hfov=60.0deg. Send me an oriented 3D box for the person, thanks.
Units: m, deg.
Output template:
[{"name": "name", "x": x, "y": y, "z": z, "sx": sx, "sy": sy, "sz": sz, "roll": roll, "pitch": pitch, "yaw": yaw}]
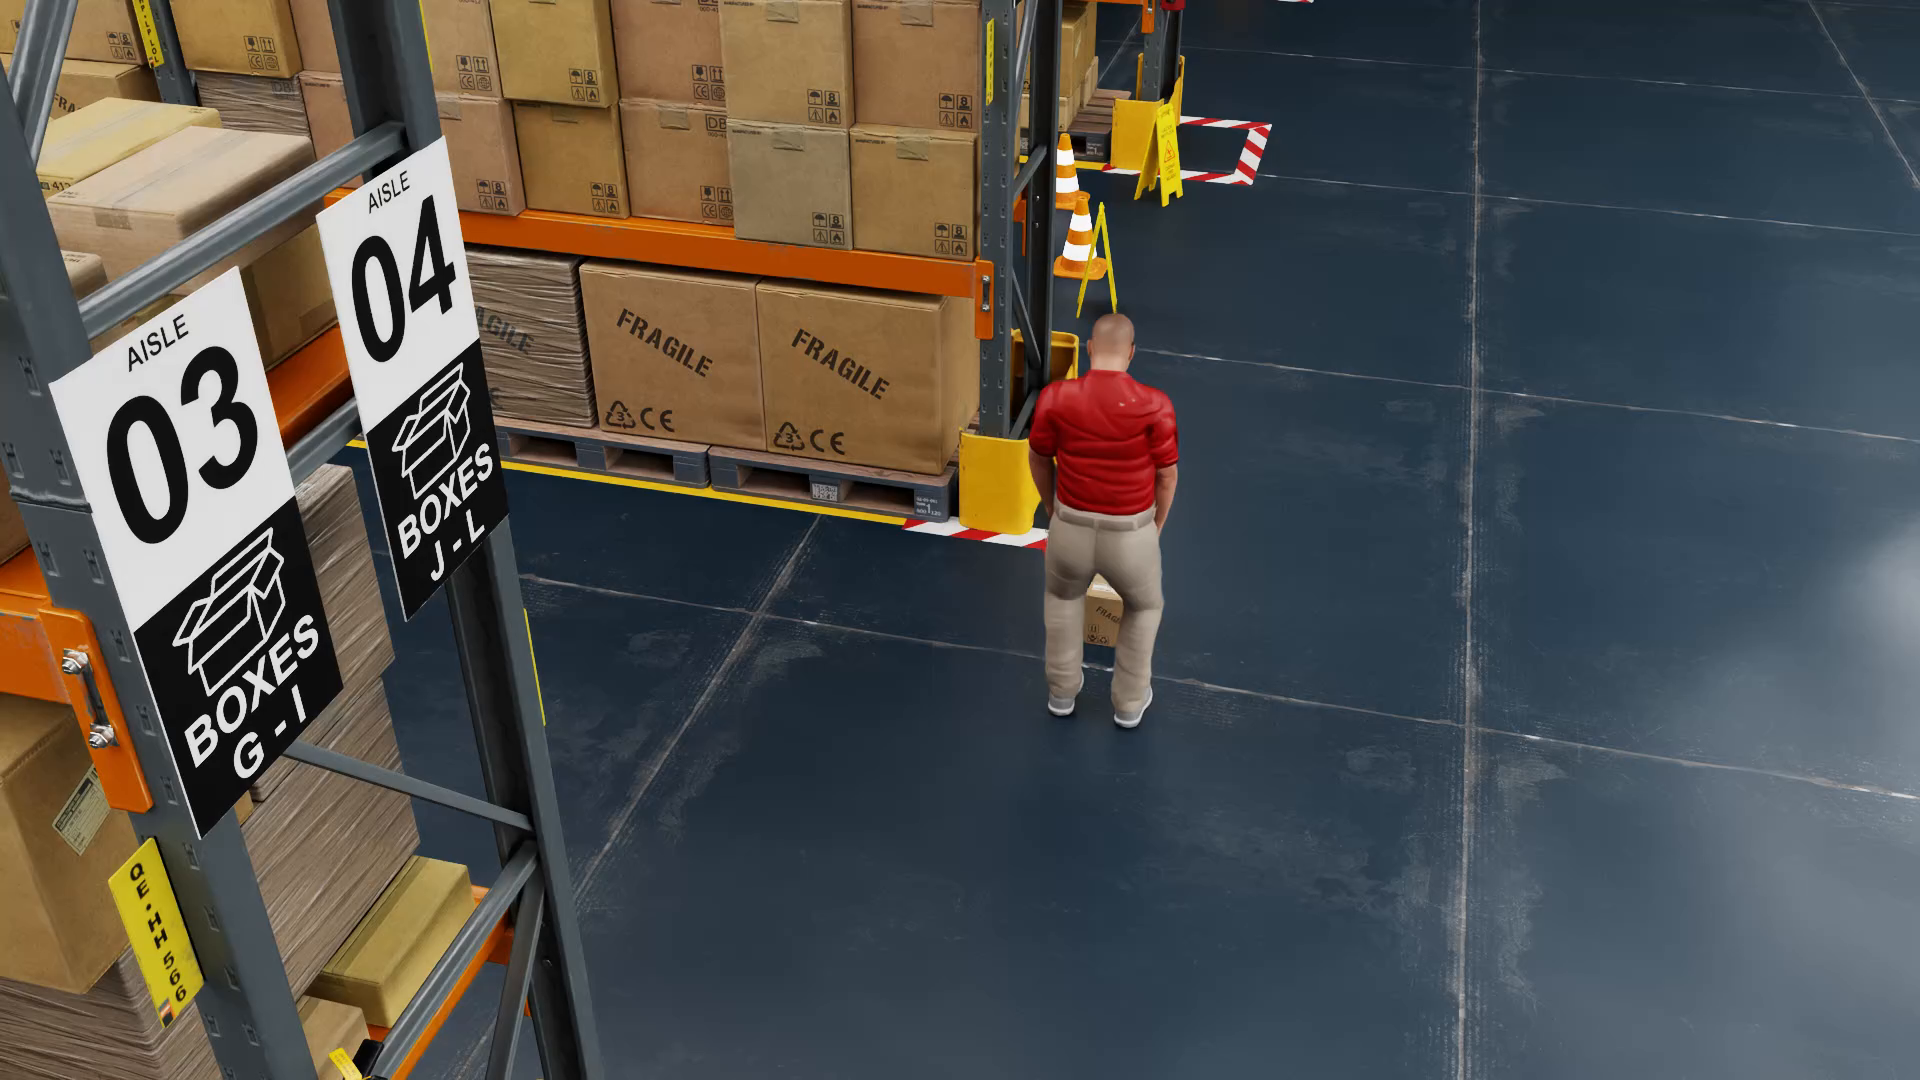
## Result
[{"name": "person", "x": 0.519, "y": 0.033, "z": 6.320, "sx": 0.560, "sy": 1.508, "sz": 0.407, "roll": 9, "pitch": 34, "yaw": 14}]
